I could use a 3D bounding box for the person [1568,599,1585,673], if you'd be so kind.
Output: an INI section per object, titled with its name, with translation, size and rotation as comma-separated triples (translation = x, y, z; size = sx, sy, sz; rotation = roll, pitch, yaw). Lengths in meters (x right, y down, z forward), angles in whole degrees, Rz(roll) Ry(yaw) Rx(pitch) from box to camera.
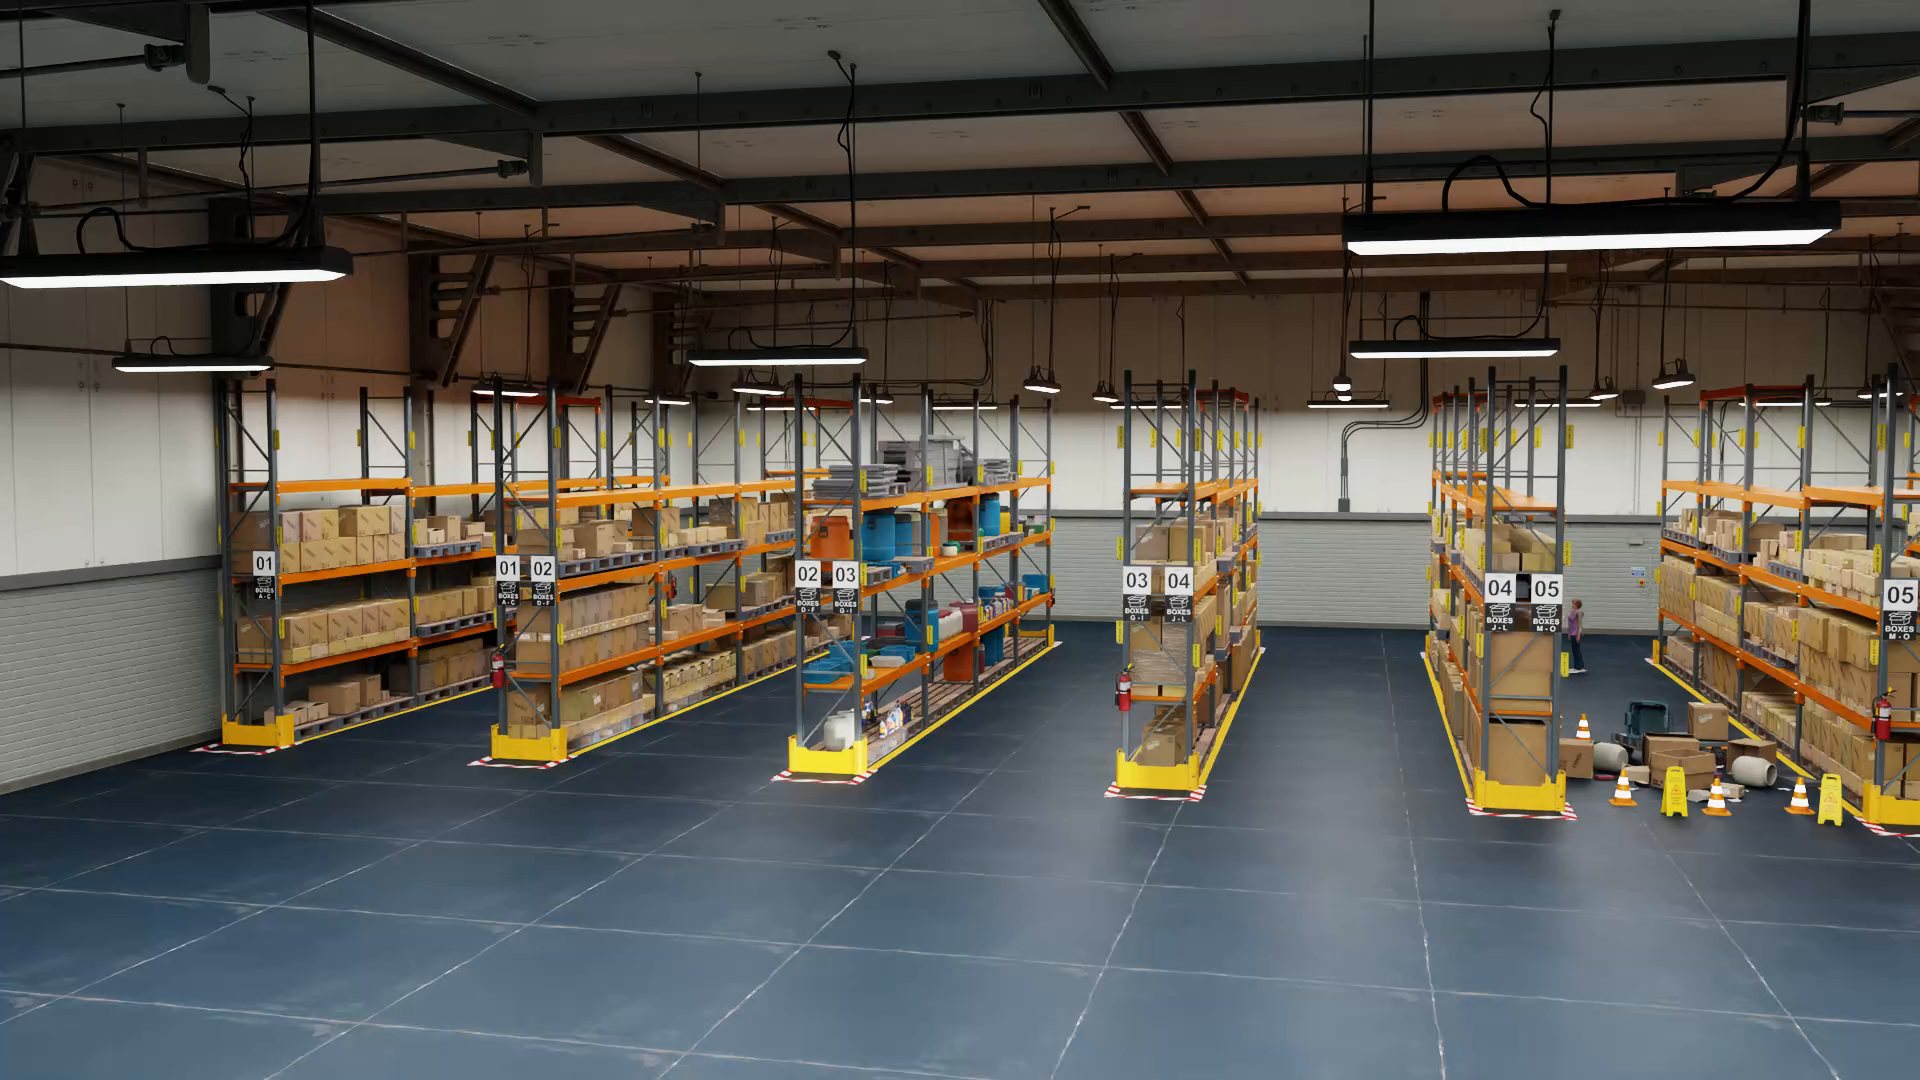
[person]
translation = 13.274, 2.061, 35.810
size = 0.366, 1.602, 0.456
rotation = 2, 4, 25
